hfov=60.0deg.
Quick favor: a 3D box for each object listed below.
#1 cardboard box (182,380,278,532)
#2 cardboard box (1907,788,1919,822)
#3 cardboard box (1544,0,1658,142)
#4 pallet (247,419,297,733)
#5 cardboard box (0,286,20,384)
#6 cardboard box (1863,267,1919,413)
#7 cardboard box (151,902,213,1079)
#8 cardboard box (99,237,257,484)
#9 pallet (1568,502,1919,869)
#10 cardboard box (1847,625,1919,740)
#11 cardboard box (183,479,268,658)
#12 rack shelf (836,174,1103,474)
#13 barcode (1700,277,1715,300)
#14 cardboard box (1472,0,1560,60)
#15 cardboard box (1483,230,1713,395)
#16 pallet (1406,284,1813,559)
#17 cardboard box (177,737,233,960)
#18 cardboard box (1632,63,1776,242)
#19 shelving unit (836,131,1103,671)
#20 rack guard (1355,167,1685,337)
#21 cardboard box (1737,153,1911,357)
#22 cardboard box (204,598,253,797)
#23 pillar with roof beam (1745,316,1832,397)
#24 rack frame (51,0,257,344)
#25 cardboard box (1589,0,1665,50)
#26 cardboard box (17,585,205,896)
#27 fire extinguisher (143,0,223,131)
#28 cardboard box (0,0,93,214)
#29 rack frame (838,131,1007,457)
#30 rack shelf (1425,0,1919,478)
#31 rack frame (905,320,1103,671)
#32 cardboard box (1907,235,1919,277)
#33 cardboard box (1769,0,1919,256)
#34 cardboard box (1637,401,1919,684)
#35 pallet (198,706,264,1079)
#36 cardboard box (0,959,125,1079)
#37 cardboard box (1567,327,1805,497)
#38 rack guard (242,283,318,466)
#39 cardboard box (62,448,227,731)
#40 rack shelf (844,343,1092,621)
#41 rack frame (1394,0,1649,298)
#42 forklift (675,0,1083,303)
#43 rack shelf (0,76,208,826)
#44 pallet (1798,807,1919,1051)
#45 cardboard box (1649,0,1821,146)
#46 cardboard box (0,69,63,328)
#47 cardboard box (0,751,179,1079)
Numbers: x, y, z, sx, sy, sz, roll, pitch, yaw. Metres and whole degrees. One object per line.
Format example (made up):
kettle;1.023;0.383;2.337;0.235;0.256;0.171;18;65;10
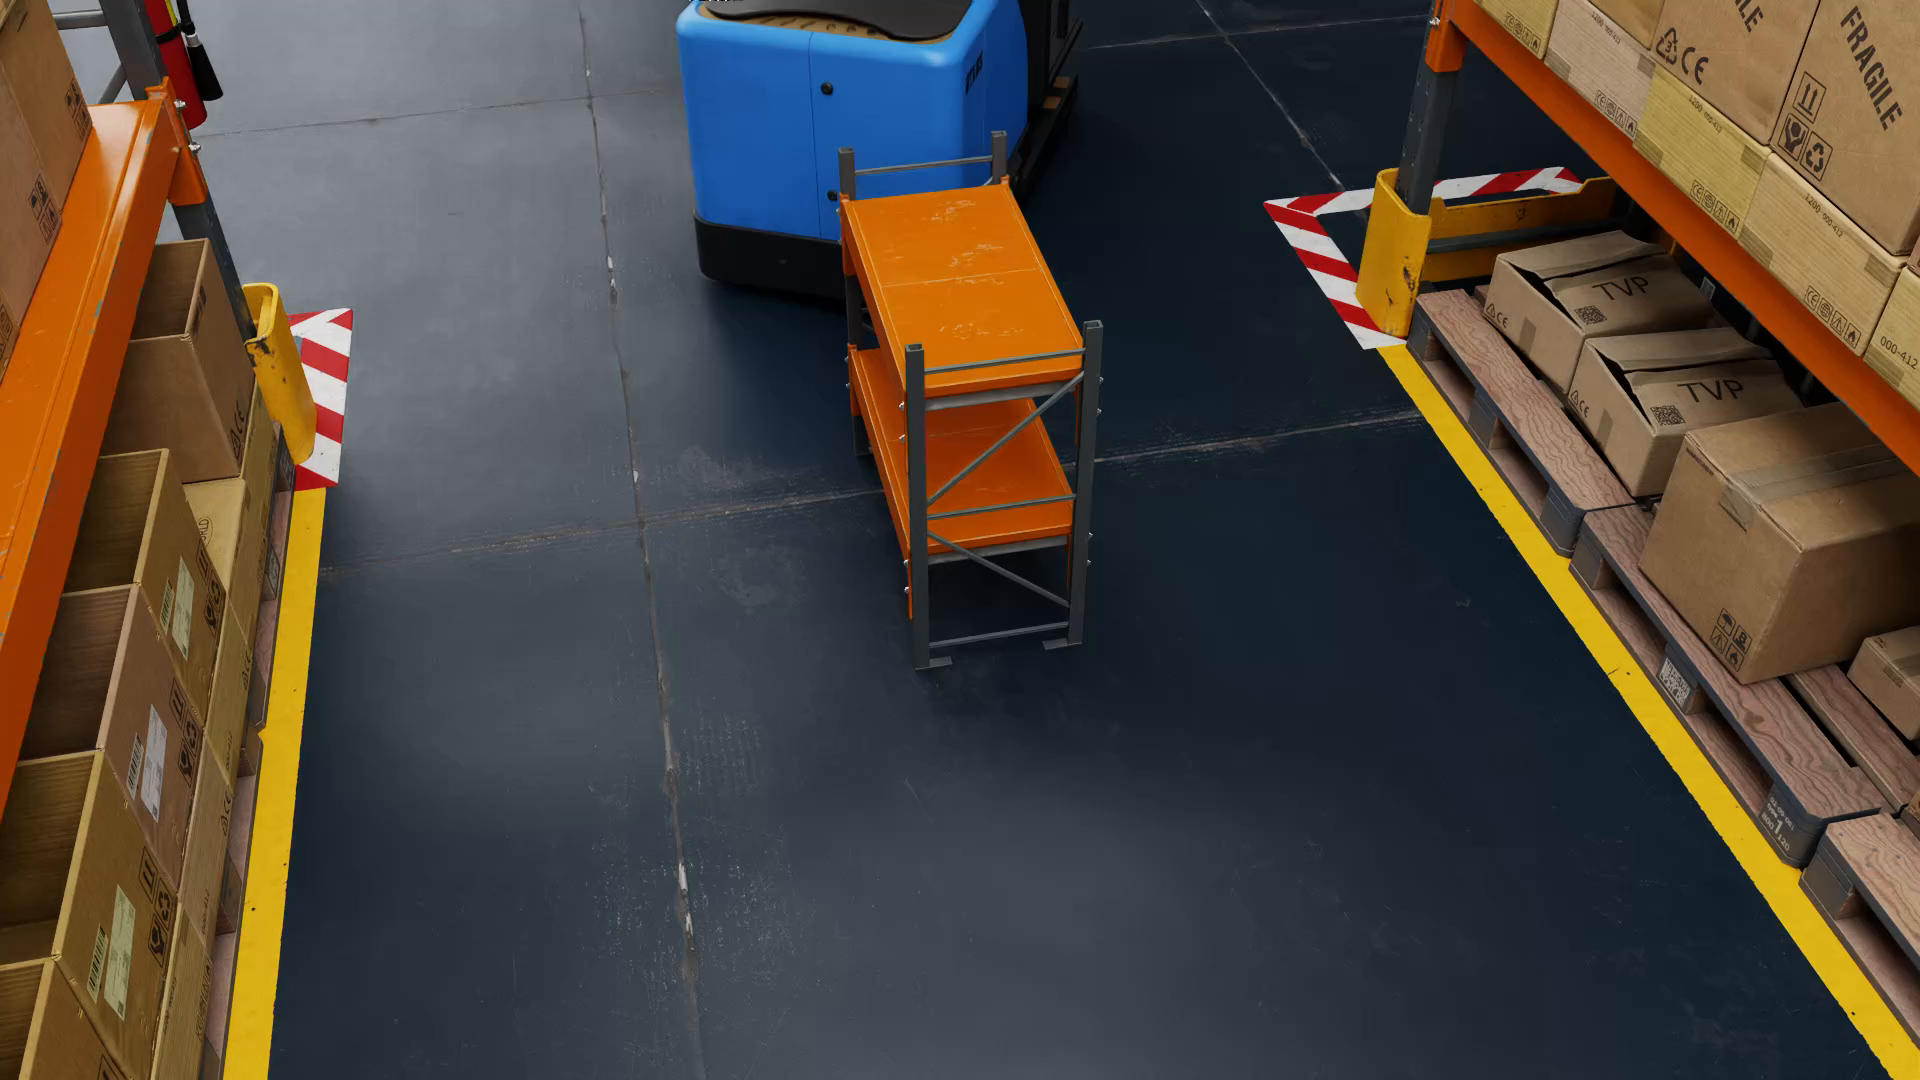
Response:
cardboard box;-2.357;-0.211;4.984;0.500;0.250;0.500;-8;42;-9
cardboard box;2.675;0.596;3.871;0.500;0.500;0.500;-11;43;-12
cardboard box;1.996;-1.355;4.615;0.500;0.250;0.500;-10;42;-11
pallet;-2.556;0.144;4.928;1.003;0.211;1.213;-8;42;-9
cardboard box;-2.454;-0.459;3.432;0.700;0.500;0.500;-8;42;-9
cardboard box;2.317;-0.370;3.506;0.500;0.250;0.500;-9;42;-10
cardboard box;-1.908;1.082;3.526;0.500;0.250;0.500;-8;42;-9
cardboard box;-2.355;-0.492;4.735;0.500;0.500;0.500;-8;42;-9
pallet;2.492;0.313;4.739;1.003;0.211;1.213;-8;42;-9
cardboard box;2.612;0.355;4.407;0.380;0.149;0.250;-12;43;-13
cardboard box;-2.238;0.111;4.620;0.500;0.250;0.500;-8;42;-9
rack shelf;0.001;-0.635;4.677;0.538;0.278;1.000;-8;42;-9
barcode;2.531;-0.847;5.632;0.001;0.075;0.075;-8;42;-9
cardboard box;1.870;-1.690;4.992;0.500;0.250;0.500;-9;42;-11
cardboard box;2.136;-0.798;5.583;0.500;0.311;0.500;-13;43;-14
pallet;2.232;-0.476;5.628;1.003;0.211;1.213;-8;42;-9
cardboard box;-2.022;0.759;3.890;0.500;0.250;0.500;-8;42;-9
cardboard box;2.100;-1.024;4.242;0.500;0.250;0.500;-9;42;-10
shelving unit;0.001;-0.416;4.872;0.538;1.125;1.048;-8;42;-9
rack guard;2.091;-1.116;6.131;1.175;0.500;0.348;-8;42;-9
cardboard box;2.207;-0.696;3.873;0.500;0.250;0.500;-8;42;-9
cardboard box;-2.128;0.435;4.256;0.500;0.250;0.500;-8;42;-9
pillar with roof beam;-1.133;-3.397;2.298;9.100;9.000;0.400;-8;42;-9
rack frame;-2.762;-1.388;4.554;1.000;3.000;0.127;-8;42;-9
cardboard box;1.981;-1.658;4.391;0.500;0.500;0.500;-8;42;-9
cardboard box;-2.018;0.478;3.642;0.500;0.500;0.500;-8;42;-9
fire extinguisher;-2.333;-1.502;4.741;0.296;0.674;0.183;-8;42;-9
cardboard box;-2.673;-1.121;4.178;0.700;0.500;0.500;-8;42;-9
rack frame;-0.108;-0.746;5.243;0.500;1.125;0.032;-8;42;-9
rack shelf;2.506;-0.535;4.135;1.077;0.370;4.000;-8;42;-9
rack frame;0.111;-0.087;4.500;0.500;1.125;0.032;-8;42;-9
cardboard box;2.322;-0.652;3.258;0.500;0.500;0.500;-9;42;-11
cardboard box;2.210;-0.989;3.638;0.500;0.500;0.500;-7;42;-8
cardboard box;2.369;-0.016;4.560;0.700;0.500;0.500;-11;43;-12
pallet;-2.296;0.934;4.039;1.003;0.211;1.213;-8;42;-9
cardboard box;-1.808;1.127;2.911;0.500;0.500;0.500;-8;42;-9
cardboard box;2.259;-0.428;5.167;0.500;0.311;0.500;-5;42;-6
rack guard;-2.767;-0.469;5.401;1.175;0.500;0.348;-8;42;-9
cardboard box;-2.125;0.154;4.007;0.500;0.500;0.500;-8;42;-9
rack shelf;0.001;-0.233;5.034;0.538;0.278;1.000;-8;42;-9
rack frame;2.075;-2.100;5.356;1.000;3.000;0.127;-8;42;-9
forklift;-0.106;-2.912;6.323;1.130;2.935;3.031;10;43;11
rack shelf;-2.330;0.177;3.332;1.077;0.370;4.000;-8;42;-9
pallet;2.759;1.105;3.846;1.003;0.211;1.213;-8;42;-9
cardboard box;2.087;-1.322;4.013;0.500;0.500;0.500;-10;42;-11
cardboard box;-2.555;-0.781;3.795;0.700;0.500;0.500;-7;42;-8
cardboard box;-1.908;0.802;3.277;0.500;0.500;0.500;-8;42;-9
